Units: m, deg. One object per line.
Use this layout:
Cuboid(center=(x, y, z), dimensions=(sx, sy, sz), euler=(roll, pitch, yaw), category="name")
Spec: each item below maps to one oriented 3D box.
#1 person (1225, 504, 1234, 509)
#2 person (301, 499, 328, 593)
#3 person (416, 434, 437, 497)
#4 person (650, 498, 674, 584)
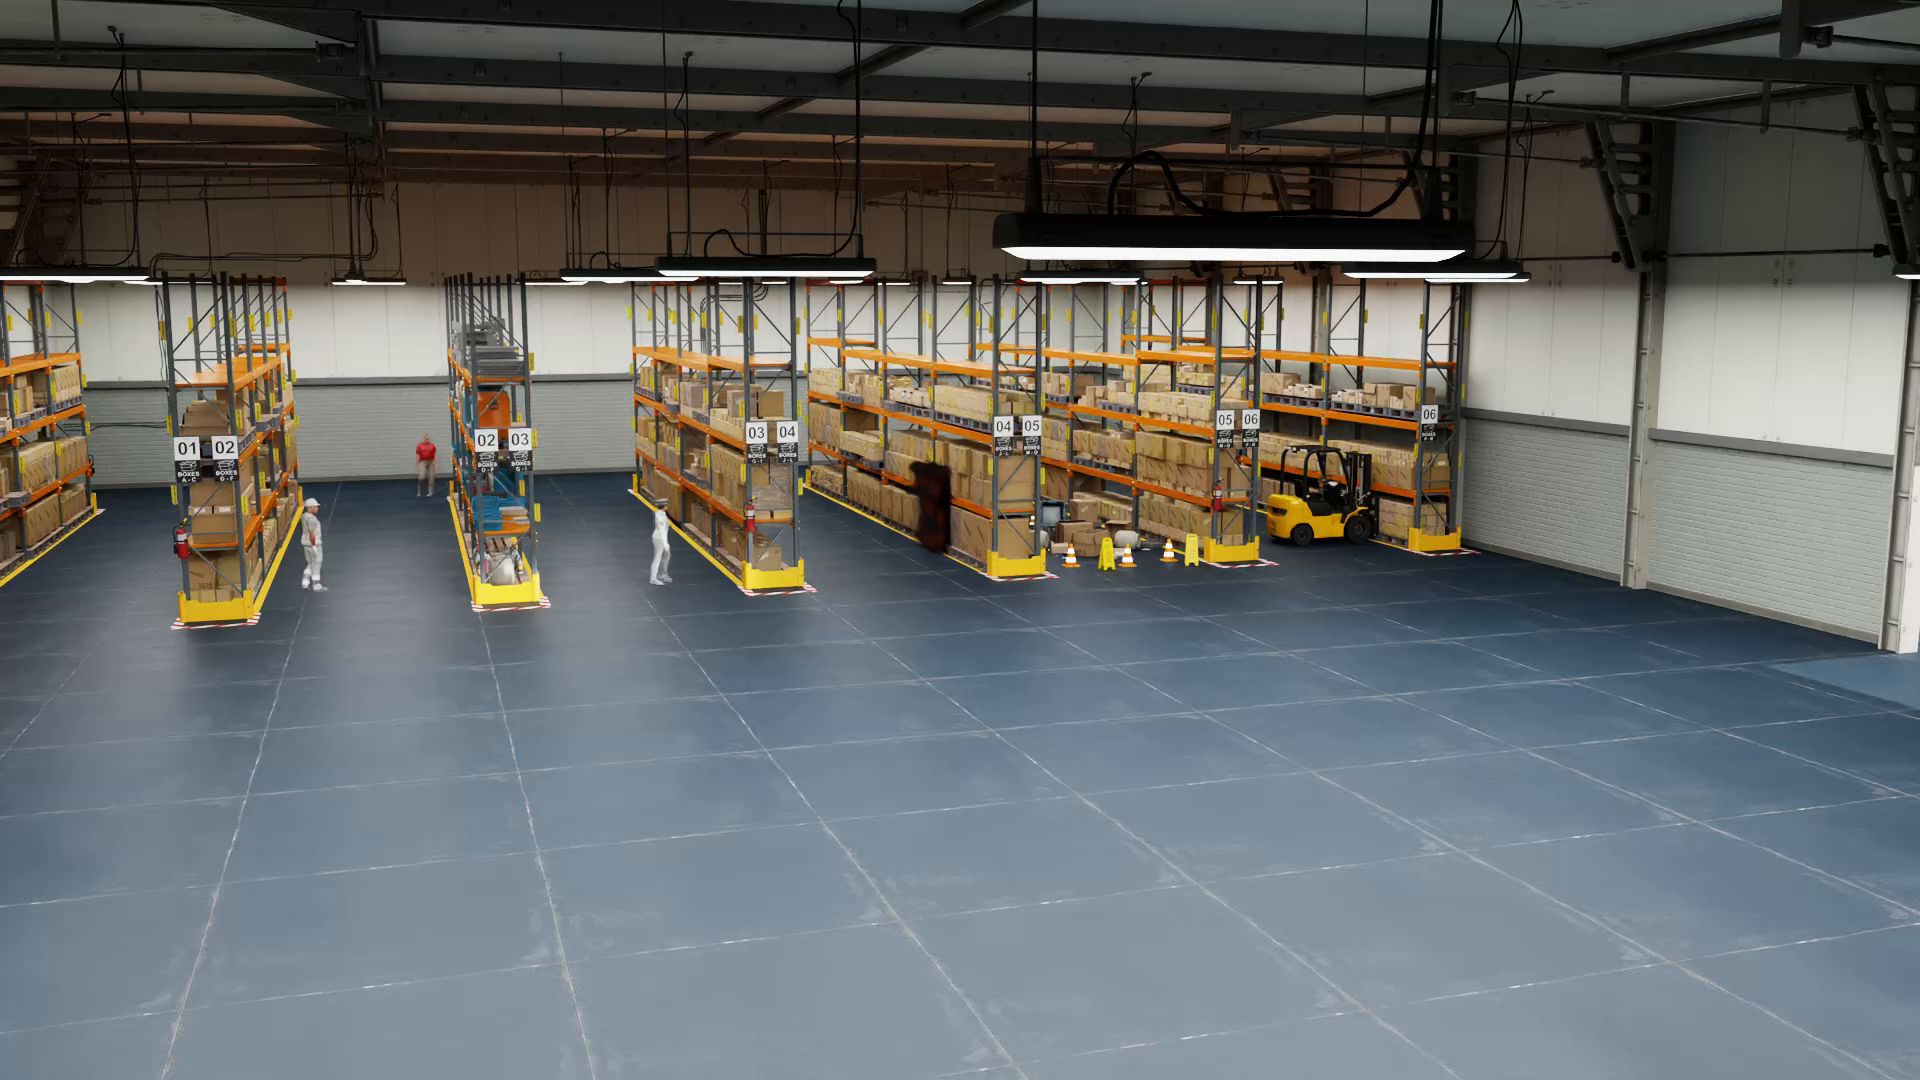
Cuboid(center=(6.416, -1.094, 39.641), dimensions=(0.414, 1.726, 0.551), euler=(2, 9, 11), category="person")
Cuboid(center=(-12.244, 0.106, 31.438), dimensions=(0.537, 1.796, 0.475), euler=(6, 10, 35), category="person")
Cuboid(center=(-14.815, -2.049, 46.126), dimensions=(0.608, 1.779, 0.434), euler=(-4, 9, -23), category="person")
Cuboid(center=(-5.847, 0.032, 32.456), dimensions=(0.421, 1.704, 0.601), euler=(-1, 9, -4), category="person")
